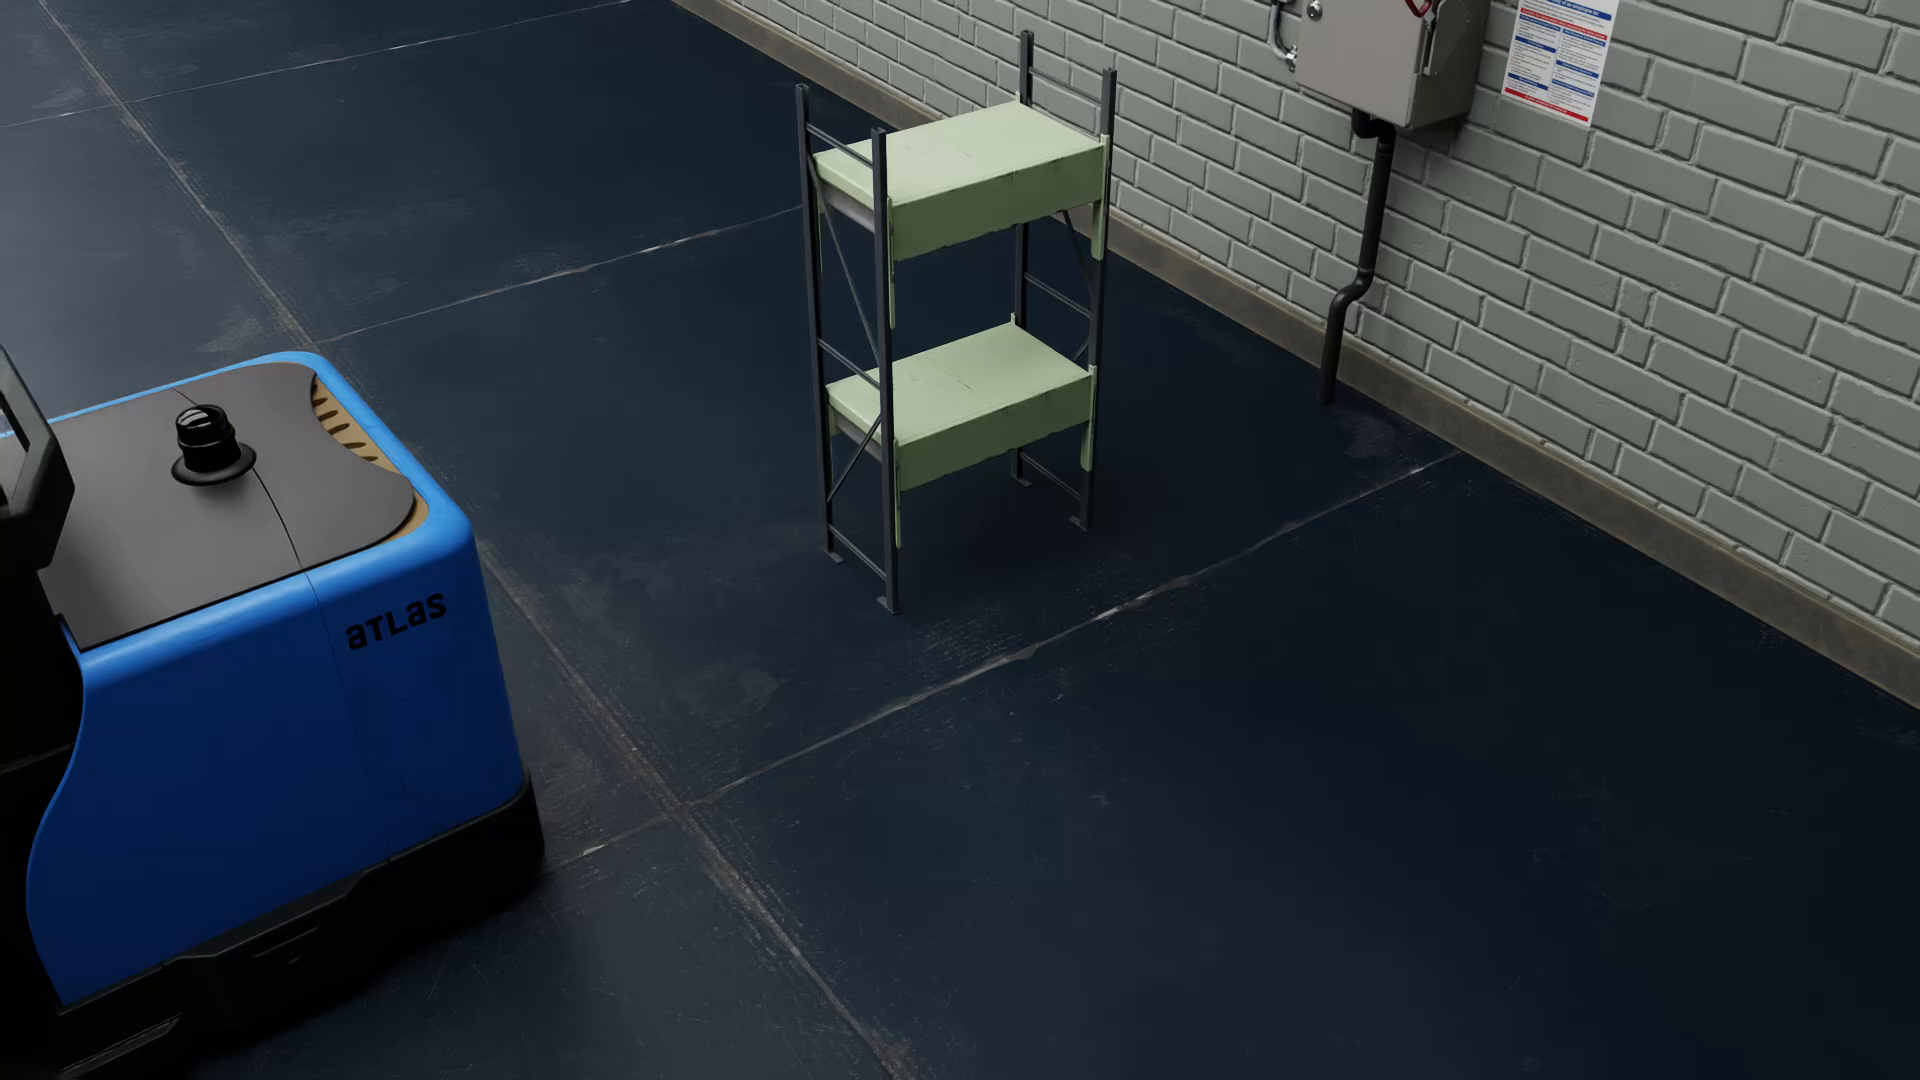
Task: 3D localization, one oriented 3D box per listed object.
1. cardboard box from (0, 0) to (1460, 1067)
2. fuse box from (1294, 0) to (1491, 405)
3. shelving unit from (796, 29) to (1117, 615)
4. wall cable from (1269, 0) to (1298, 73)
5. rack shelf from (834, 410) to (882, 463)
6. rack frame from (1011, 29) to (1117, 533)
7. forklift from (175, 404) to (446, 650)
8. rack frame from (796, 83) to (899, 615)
[{"bbox_3d":[-5.440,-0.091,4.049,13.522,1.550,6.103,-23,42,-29],"label":"cardboard box"},{"bbox_3d":[1.294,-1.168,5.408,0.414,1.711,0.539,-22,41,-28],"label":"fuse box"},{"bbox_3d":[-0.005,-0.607,4.809,0.755,1.500,0.400,-22,41,-28],"label":"shelving unit"},{"bbox_3d":[1.030,-2.482,5.262,0.122,1.984,0.588,-22,41,-28],"label":"wall cable"},{"bbox_3d":[-0.005,-0.400,4.958,0.664,0.071,0.332,-22,41,-28],"label":"rack shelf"},{"bbox_3d":[0.294,-0.730,4.980,0.023,1.500,0.400,-22,41,-28],"label":"rack frame"},{"bbox_3d":[-2.541,-0.016,2.837,2.937,2.843,1.107,-24,42,-29],"label":"forklift"},{"bbox_3d":[-0.305,-0.484,4.638,0.023,1.500,0.400,-22,41,-28],"label":"rack frame"}]
